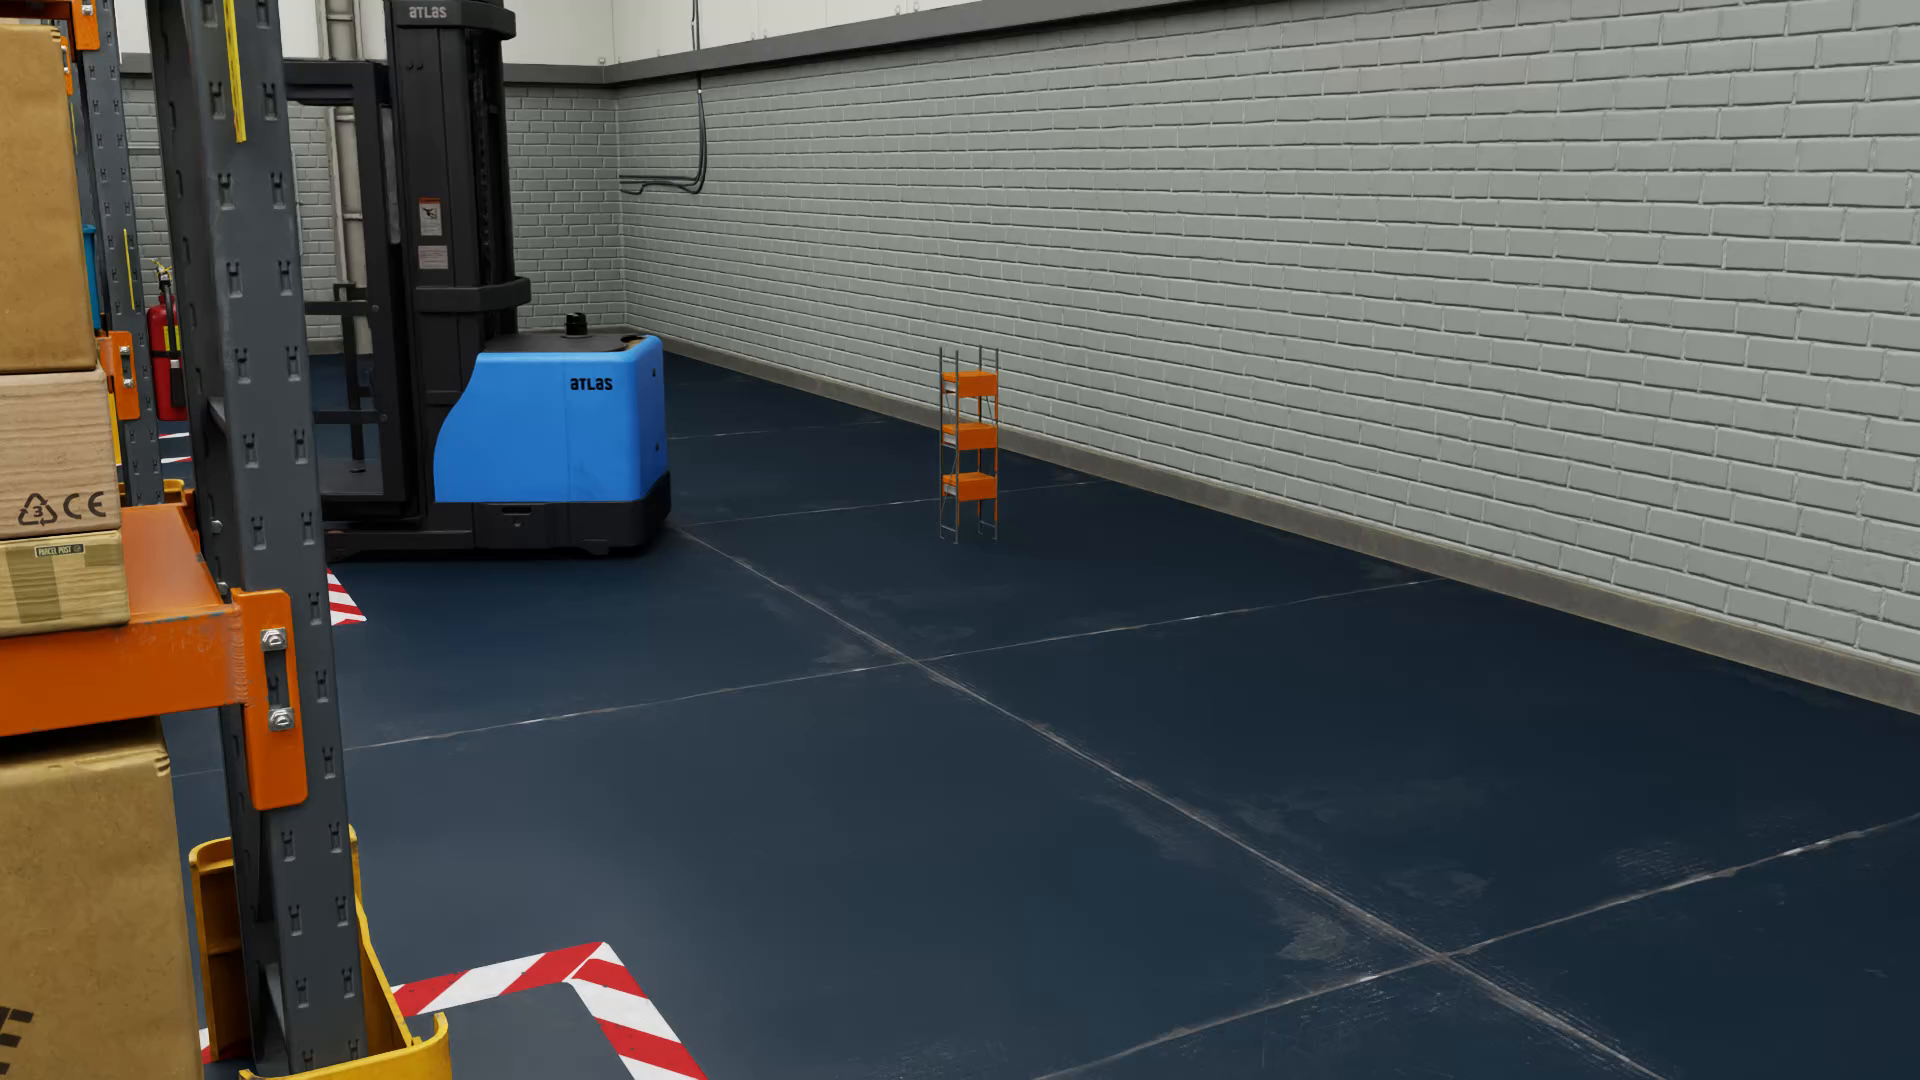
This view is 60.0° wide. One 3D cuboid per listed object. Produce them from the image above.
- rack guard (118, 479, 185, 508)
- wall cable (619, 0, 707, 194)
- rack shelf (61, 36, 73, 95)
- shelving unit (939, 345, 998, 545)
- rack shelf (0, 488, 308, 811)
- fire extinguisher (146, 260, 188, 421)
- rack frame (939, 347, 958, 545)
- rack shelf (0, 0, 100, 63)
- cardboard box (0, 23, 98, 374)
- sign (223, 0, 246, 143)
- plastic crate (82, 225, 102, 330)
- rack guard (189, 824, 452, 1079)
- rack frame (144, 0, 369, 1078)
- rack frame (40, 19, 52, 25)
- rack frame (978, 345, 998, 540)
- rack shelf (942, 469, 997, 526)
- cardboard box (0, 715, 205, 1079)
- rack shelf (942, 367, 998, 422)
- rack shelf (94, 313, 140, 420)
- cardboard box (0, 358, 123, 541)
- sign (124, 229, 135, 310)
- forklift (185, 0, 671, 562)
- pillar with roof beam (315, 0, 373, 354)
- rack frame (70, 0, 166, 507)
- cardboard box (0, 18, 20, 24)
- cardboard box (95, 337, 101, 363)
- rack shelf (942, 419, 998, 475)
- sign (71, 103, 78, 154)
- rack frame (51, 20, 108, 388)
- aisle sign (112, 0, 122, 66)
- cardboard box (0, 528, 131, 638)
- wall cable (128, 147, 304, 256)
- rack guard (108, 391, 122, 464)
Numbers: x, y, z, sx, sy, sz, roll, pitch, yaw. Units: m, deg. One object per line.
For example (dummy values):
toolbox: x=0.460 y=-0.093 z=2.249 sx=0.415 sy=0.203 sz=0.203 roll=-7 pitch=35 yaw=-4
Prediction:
rack guard: x=-3.699 y=0.071 z=7.653 sx=0.348 sy=0.500 sz=1.175 roll=-7 pitch=14 yaw=-28
wall cable: x=-3.325 y=-4.990 z=17.860 sx=0.112 sy=2.526 sz=3.097 roll=-7 pitch=14 yaw=-28
rack shelf: x=-7.839 y=-3.000 z=10.415 sx=4.000 sy=0.370 sz=1.077 roll=-7 pitch=14 yaw=-28
shelving unit: x=0.047 y=-0.518 z=9.019 sx=0.252 sy=1.050 sz=0.215 roll=-7 pitch=14 yaw=-28
rack shelf: x=-3.096 y=0.373 z=2.259 sx=4.000 sy=0.370 sz=1.077 roll=-7 pitch=14 yaw=-28
fire extinguisher: x=-3.363 y=-0.852 z=7.087 sx=0.183 sy=0.674 sz=0.296 roll=-7 pitch=14 yaw=-28
rack frame: x=-0.060 y=-0.505 z=8.962 sx=0.008 sy=1.050 sz=0.200 roll=-7 pitch=14 yaw=-28
rack shelf: x=-5.469 y=-2.045 z=6.171 sx=4.000 sy=0.370 sz=1.077 roll=-7 pitch=14 yaw=-28
cardboard box: x=-1.642 y=-0.524 z=2.564 sx=0.500 sy=0.500 sz=0.500 roll=-7 pitch=14 yaw=-27
sign: x=-1.093 y=-0.763 z=2.491 sx=0.005 sy=0.325 sz=0.100 roll=-7 pitch=14 yaw=-28
plastic crate: x=-3.918 y=-1.118 z=7.029 sx=0.499 sy=0.435 sz=0.616 roll=-7 pitch=14 yaw=-28
rack guard: x=-1.319 y=1.028 z=3.401 sx=0.348 sy=0.500 sz=1.175 roll=-7 pitch=14 yaw=-28
rack frame: x=-1.340 y=-0.189 z=3.115 sx=0.127 sy=3.000 sz=1.000 roll=-7 pitch=14 yaw=-28
rack frame: x=-8.460 y=-5.979 z=15.181 sx=0.127 sy=3.000 sz=1.000 roll=-7 pitch=14 yaw=-28
rack frame: x=0.154 y=-0.531 z=9.076 sx=0.008 sy=1.050 sz=0.200 roll=-7 pitch=14 yaw=-28
rack shelf: x=0.047 y=-0.236 z=9.082 sx=0.240 sy=0.259 sz=0.215 roll=-7 pitch=14 yaw=-28
cardboard box: x=-1.864 y=0.726 z=2.935 sx=0.875 sy=0.875 sz=0.875 roll=-7 pitch=14 yaw=-28
rack shelf: x=0.047 y=-0.784 z=8.959 sx=0.240 sy=0.259 sz=0.215 roll=-7 pitch=14 yaw=-28
rack shelf: x=-5.469 y=-0.582 z=6.500 sx=4.000 sy=0.370 sz=1.077 roll=-7 pitch=14 yaw=-28
cardboard box: x=-1.639 y=-0.158 z=2.645 sx=0.500 sy=0.250 sz=0.500 roll=-7 pitch=15 yaw=-29
sign: x=-3.436 y=-1.118 z=6.875 sx=0.005 sy=0.325 sz=0.100 roll=-7 pitch=14 yaw=-28
forklift: x=-3.164 y=-1.431 z=8.793 sx=3.031 sy=2.935 sz=1.130 roll=0 pitch=13 yaw=-1
pillar with roof beam: x=-4.442 y=-5.600 z=13.498 sx=0.400 sy=9.000 sz=9.100 roll=-7 pitch=14 yaw=-28
rack frame: x=-3.714 y=-1.143 z=7.356 sx=0.127 sy=3.000 sz=1.000 roll=-7 pitch=14 yaw=-28
cardboard box: x=-6.408 y=-3.383 z=10.821 sx=0.500 sy=0.250 sz=0.500 roll=-7 pitch=14 yaw=-28
cardboard box: x=-1.891 y=-0.262 z=3.106 sx=0.500 sy=0.250 sz=0.500 roll=-7 pitch=15 yaw=-29
rack shelf: x=0.047 y=-0.507 z=9.021 sx=0.240 sy=0.259 sz=0.215 roll=-7 pitch=14 yaw=-28
sign: x=-5.835 y=-2.708 z=10.953 sx=0.005 sy=0.325 sz=0.100 roll=-7 pitch=14 yaw=-28
rack frame: x=-6.084 y=-2.098 z=11.600 sx=0.127 sy=3.000 sz=1.000 roll=-7 pitch=14 yaw=-28
aisle sign: x=-3.510 y=-2.362 z=6.854 sx=0.004 sy=0.787 sz=0.394 roll=-7 pitch=14 yaw=-28
cardboard box: x=-1.495 y=0.035 z=2.694 sx=0.250 sy=0.149 sz=0.380 roll=-7 pitch=14 yaw=-27
wall cable: x=-7.790 y=-3.865 z=17.137 sx=1.851 sy=1.984 sz=0.084 roll=-7 pitch=14 yaw=-28
rack guard: x=-6.150 y=-0.871 z=11.839 sx=0.348 sy=0.500 sz=1.175 roll=-7 pitch=14 yaw=-28
